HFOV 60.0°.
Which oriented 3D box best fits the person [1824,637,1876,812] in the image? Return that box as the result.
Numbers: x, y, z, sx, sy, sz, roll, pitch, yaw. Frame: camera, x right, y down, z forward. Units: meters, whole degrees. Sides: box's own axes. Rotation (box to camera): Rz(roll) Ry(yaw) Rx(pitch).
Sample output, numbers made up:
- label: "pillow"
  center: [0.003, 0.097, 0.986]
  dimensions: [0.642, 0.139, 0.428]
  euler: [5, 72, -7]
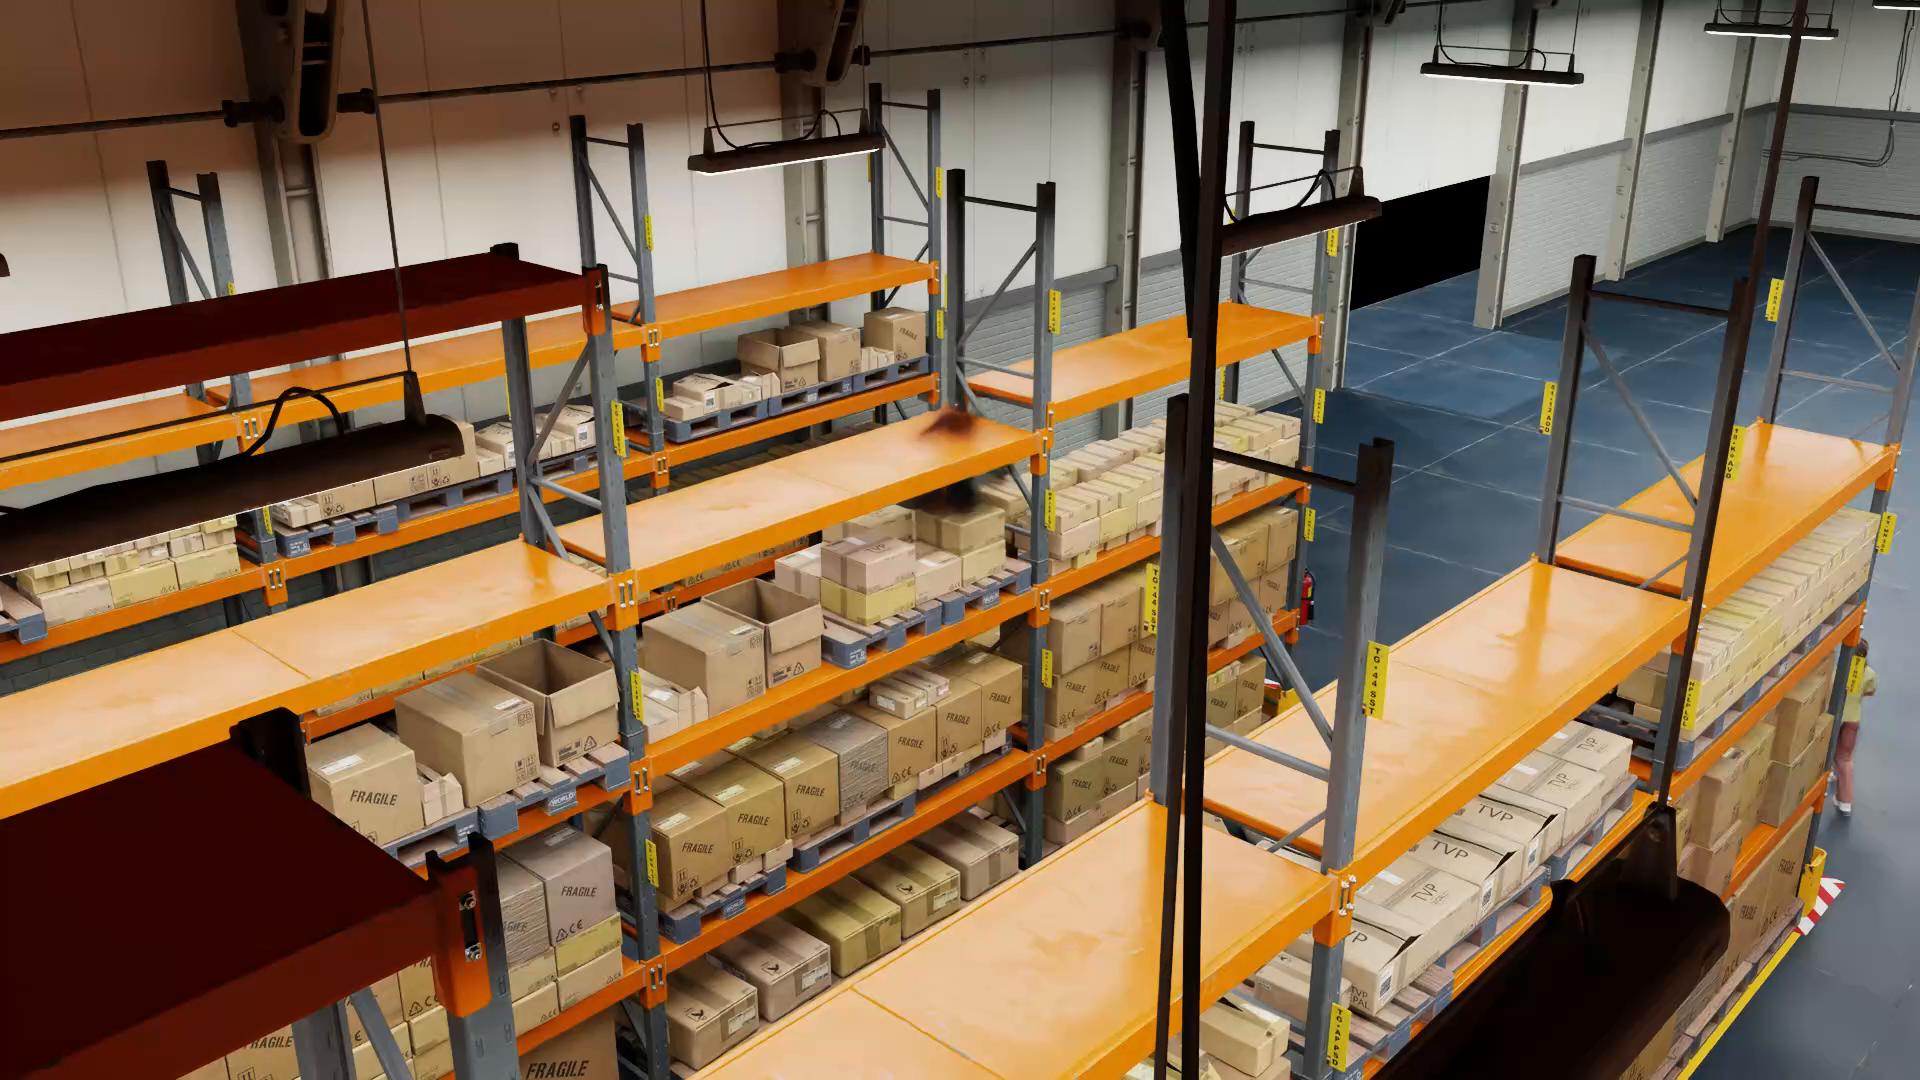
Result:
- label: "person"
  center: [8.158, 1.656, 15.458]
  dimensions: [0.595, 1.620, 0.769]
  euler: [2, 21, 5]
